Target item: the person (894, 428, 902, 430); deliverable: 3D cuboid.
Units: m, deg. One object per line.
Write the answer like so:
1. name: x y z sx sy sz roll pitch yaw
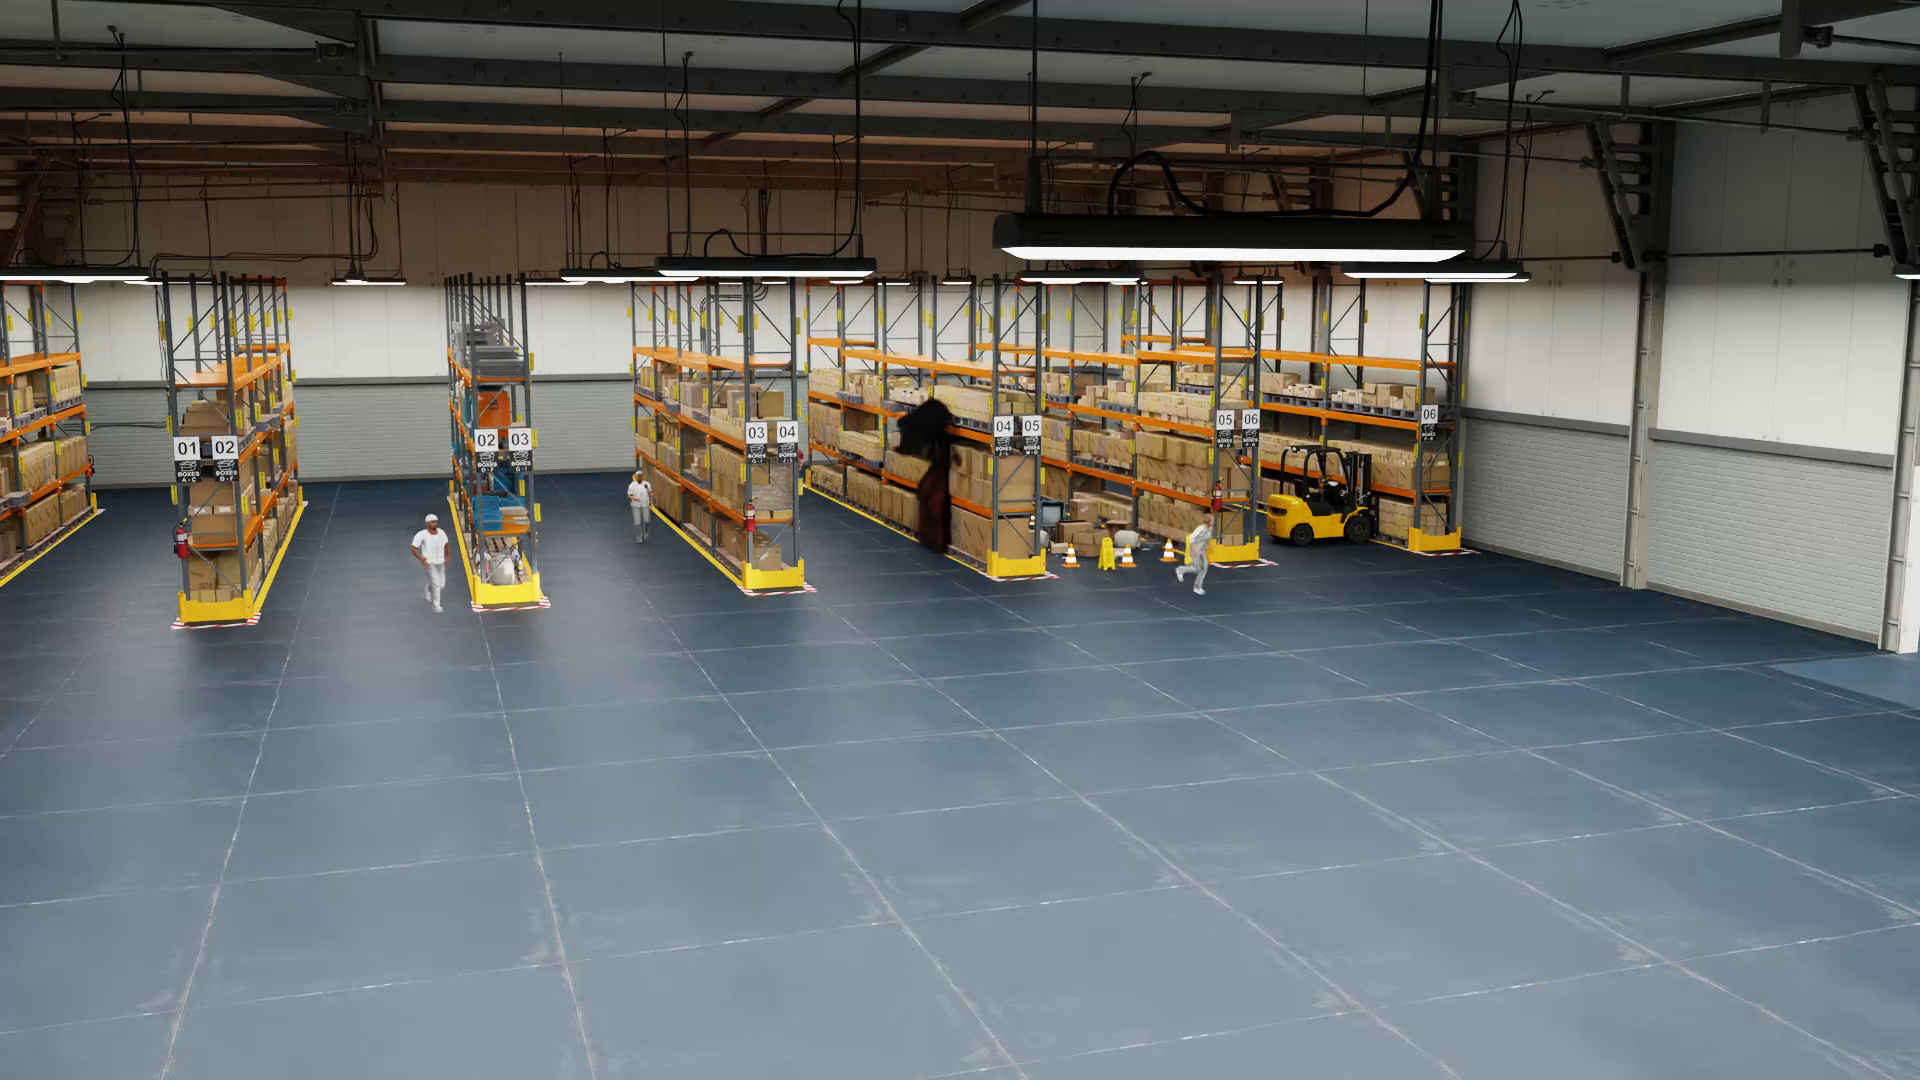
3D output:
1. person: -1.725 -2.716 51.082 0.850 1.490 0.602 -5 10 -29

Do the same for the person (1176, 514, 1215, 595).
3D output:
1. person: 4.462 0.253 31.509 0.769 1.542 0.536 5 10 32

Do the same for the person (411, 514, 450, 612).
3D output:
1. person: -9.481 0.393 29.828 0.714 1.737 0.731 7 11 40

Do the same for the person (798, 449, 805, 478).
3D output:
1. person: -4.488 -1.836 44.686 0.653 1.696 0.645 -2 9 -14

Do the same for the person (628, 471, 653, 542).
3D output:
1. person: -7.224 -0.753 37.641 0.567 1.629 0.577 -3 9 -16
